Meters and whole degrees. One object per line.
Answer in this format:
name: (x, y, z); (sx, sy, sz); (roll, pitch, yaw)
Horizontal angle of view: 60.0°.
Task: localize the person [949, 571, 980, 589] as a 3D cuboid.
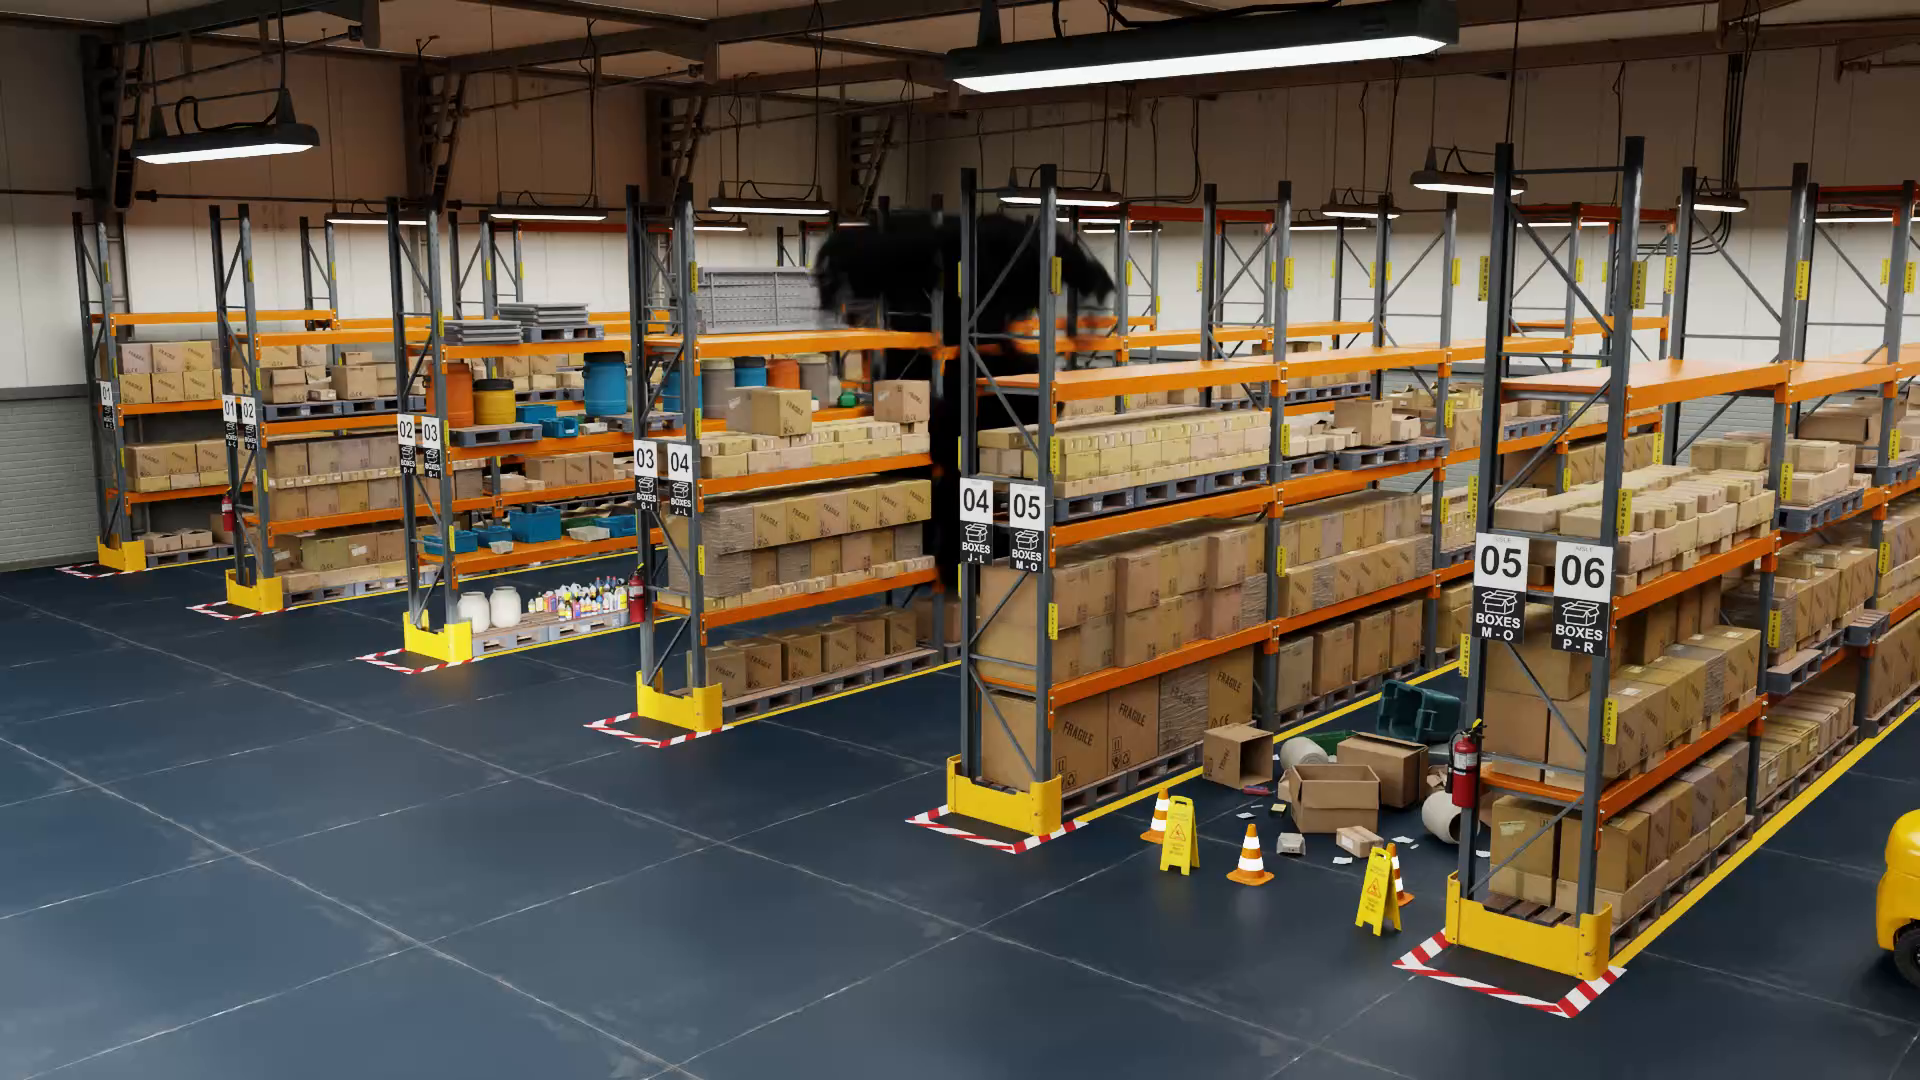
person: (0.104, -0.117, 26.732); (0.698, 1.734, 0.853); (6, 11, 34)
